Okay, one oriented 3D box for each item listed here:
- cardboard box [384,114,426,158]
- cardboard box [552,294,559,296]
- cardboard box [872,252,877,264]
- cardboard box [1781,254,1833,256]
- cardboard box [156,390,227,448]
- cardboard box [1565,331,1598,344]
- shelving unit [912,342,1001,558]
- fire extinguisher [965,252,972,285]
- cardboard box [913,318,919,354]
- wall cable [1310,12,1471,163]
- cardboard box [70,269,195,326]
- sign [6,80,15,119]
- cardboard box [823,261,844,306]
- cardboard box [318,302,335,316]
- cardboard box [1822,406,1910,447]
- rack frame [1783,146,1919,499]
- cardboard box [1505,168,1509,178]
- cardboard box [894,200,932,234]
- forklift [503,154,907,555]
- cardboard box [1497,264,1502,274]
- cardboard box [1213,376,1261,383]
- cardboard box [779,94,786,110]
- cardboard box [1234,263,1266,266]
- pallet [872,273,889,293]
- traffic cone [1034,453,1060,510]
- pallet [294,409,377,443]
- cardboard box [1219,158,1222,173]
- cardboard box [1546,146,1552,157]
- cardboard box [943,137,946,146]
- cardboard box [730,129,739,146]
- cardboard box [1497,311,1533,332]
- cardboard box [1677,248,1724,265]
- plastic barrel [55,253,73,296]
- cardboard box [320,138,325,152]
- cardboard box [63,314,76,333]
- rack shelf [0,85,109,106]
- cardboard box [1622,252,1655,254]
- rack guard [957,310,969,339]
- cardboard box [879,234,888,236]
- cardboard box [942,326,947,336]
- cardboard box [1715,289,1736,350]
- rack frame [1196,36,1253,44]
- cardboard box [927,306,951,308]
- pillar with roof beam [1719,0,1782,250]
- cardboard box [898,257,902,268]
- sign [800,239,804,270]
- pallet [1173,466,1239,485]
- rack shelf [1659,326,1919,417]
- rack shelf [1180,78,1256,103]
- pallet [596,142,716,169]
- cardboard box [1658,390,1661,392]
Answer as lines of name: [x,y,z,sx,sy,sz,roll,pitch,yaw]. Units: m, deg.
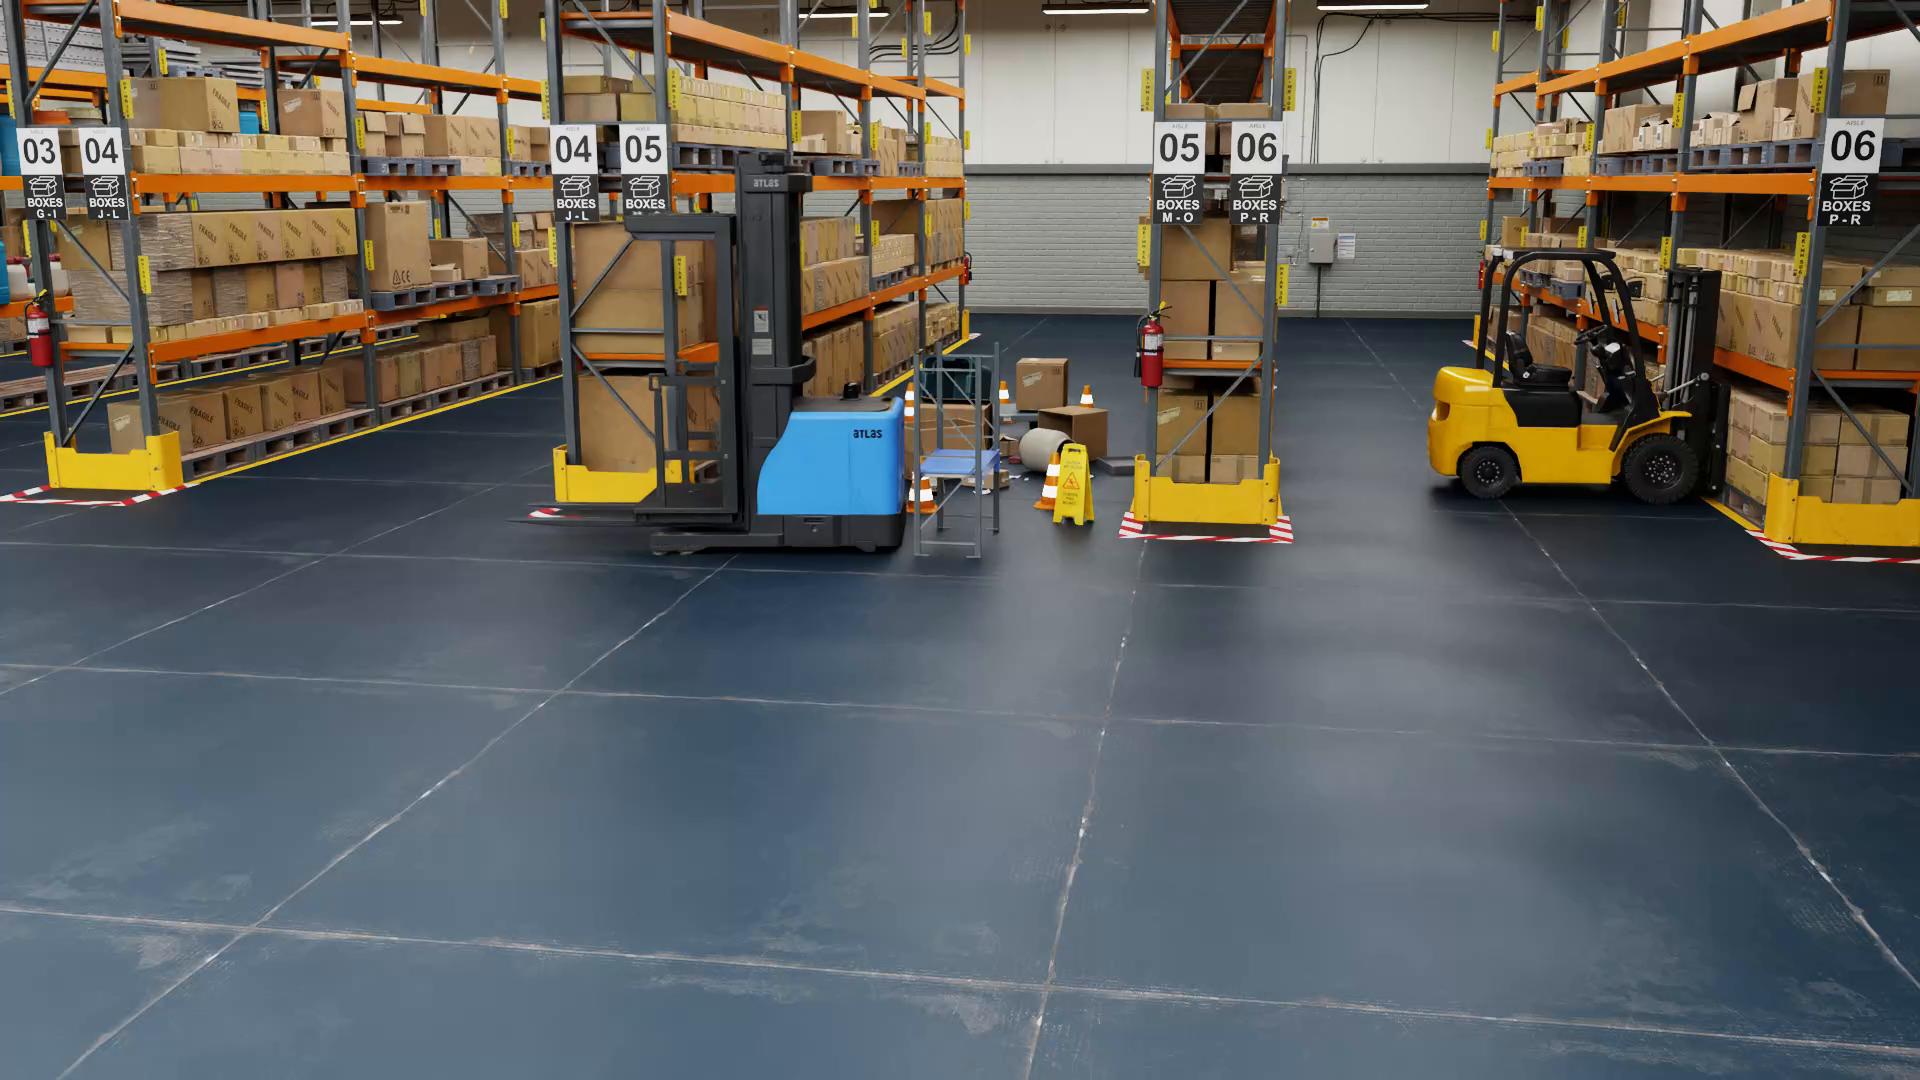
cardboard box: [-6.838,-4.794,19.754,0.797,0.503,0.637,2,12,11]
cardboard box: [-6.137,-3.293,25.199,1.225,0.875,0.875,1,12,7]
cardboard box: [-1.339,-3.810,22.446,0.380,0.149,0.250,2,12,11]
cardboard box: [7.566,-2.469,14.847,0.380,0.149,0.250,2,12,8]
cardboard box: [-7.597,-1.186,16.315,0.500,0.500,0.500,5,13,23]
cardboard box: [7.997,-2.601,21.341,0.380,0.149,0.250,1,12,6]
shelving unit: [-0.013,-0.715,12.753,0.538,1.500,1.048,2,12,9]
fire extinguisher: [0.073,-4.914,29.745,0.296,0.674,0.183,2,12,9]
cardboard box: [-0.901,-3.085,25.126,0.500,0.500,0.500,2,12,8]
wall cable: [8.571,-8.979,33.207,2.988,3.039,0.133,2,12,9]
cardboard box: [-7.656,-2.256,15.398,0.875,0.500,0.500,2,12,9]
sign: [-8.313,-3.869,14.606,0.100,0.325,0.005,2,12,9]
cardboard box: [-1.685,-3.063,19.850,0.500,0.500,0.500,2,12,10]
cardboard box: [-7.041,-2.502,18.078,0.380,0.149,0.250,2,12,9]
cardboard box: [7.191,-0.911,13.256,0.500,0.250,0.500,2,12,8]
rack frame: [6.930,-1.467,12.680,1.000,3.000,0.127,2,12,9]
cardboard box: [8.780,-5.766,26.106,0.380,0.149,0.250,2,12,9]
cardboard box: [-0.726,-5.033,25.912,0.500,0.500,0.500,2,12,10]
forklift: [-1.952,-1.430,12.672,3.031,2.935,1.130,0,12,1]
cardboard box: [8.822,-4.349,26.648,0.380,0.149,0.250,2,12,7]
cardboard box: [2.586,-1.232,15.338,0.500,0.500,0.500,2,12,10]
cardboard box: [-2.008,-4.500,17.103,0.380,0.149,0.250,2,12,8]
cardboard box: [2.745,-2.446,16.279,0.500,0.500,0.500,2,12,11]
pallet: [-1.647,-3.490,22.521,1.213,0.211,1.003,2,12,9]
traffic cone: [0.816,-0.518,14.299,0.336,0.463,0.334,2,12,9]
pallet: [-7.221,-1.277,18.416,1.003,0.211,1.213,2,12,9]
cardboard box: [2.561,-3.409,15.167,0.380,0.149,0.250,2,12,8]
cardboard box: [8.134,-5.248,22.467,0.380,0.149,0.250,2,12,10]
cardboard box: [-0.441,-6.531,27.281,0.380,0.149,0.250,2,12,7]
cardboard box: [-2.280,-3.741,15.473,0.380,0.149,0.250,2,12,9]
cardboard box: [8.853,-3.373,26.462,0.500,0.500,0.500,2,12,10]
cardboard box: [7.203,-2.754,16.170,0.380,0.149,0.250,2,12,10]
plastic barrel: [-11.503,-3.442,21.524,0.433,0.535,0.433,0,12,0]
cardboard box: [-7.048,-4.239,17.832,0.380,0.149,0.250,2,12,9]
cardboard box: [-15.431,-3.749,28.606,0.500,0.311,0.500,2,12,9]
rack shelf: [-15.402,-7.763,29.372,1.077,0.370,4.000,2,12,9]
cardboard box: [7.729,-3.223,19.053,0.380,0.149,0.250,2,12,9]
rack guard: [-0.433,-3.859,29.714,1.175,0.500,0.348,2,12,9]
cardboard box: [-1.241,-4.568,26.128,0.500,0.500,0.500,2,12,9]
cardboard box: [-0.426,-3.520,27.977,0.380,0.149,0.250,2,12,10]
cardboard box: [6.980,-1.946,14.666,0.500,0.500,0.500,2,12,9]
rack frame: [4.485,-7.890,28.245,1.000,3.000,0.127,2,12,9]
cardboard box: [-0.364,-3.921,28.424,0.380,0.149,0.250,1,12,6]
pillar with roof beam: [4.597,-5.904,19.027,9.100,9.000,0.400,2,12,9]
cardboard box: [-1.058,-4.041,24.226,0.380,0.149,0.250,1,12,6]
sign: [-1.718,-3.043,17.751,0.100,0.325,0.005,2,12,9]
pallet: [2.196,-0.448,14.569,1.003,0.211,1.213,2,12,9]
rack shelf: [7.237,-1.531,14.687,1.077,0.370,4.000,2,12,9]
rack shelf: [3.563,-6.094,22.567,1.077,0.370,4.000,2,12,9]
pallet: [-2.778,-3.344,14.480,1.003,0.211,1.213,2,12,9]
cardboard box: [7.166,-1.314,16.315,0.500,0.250,0.500,2,12,8]
